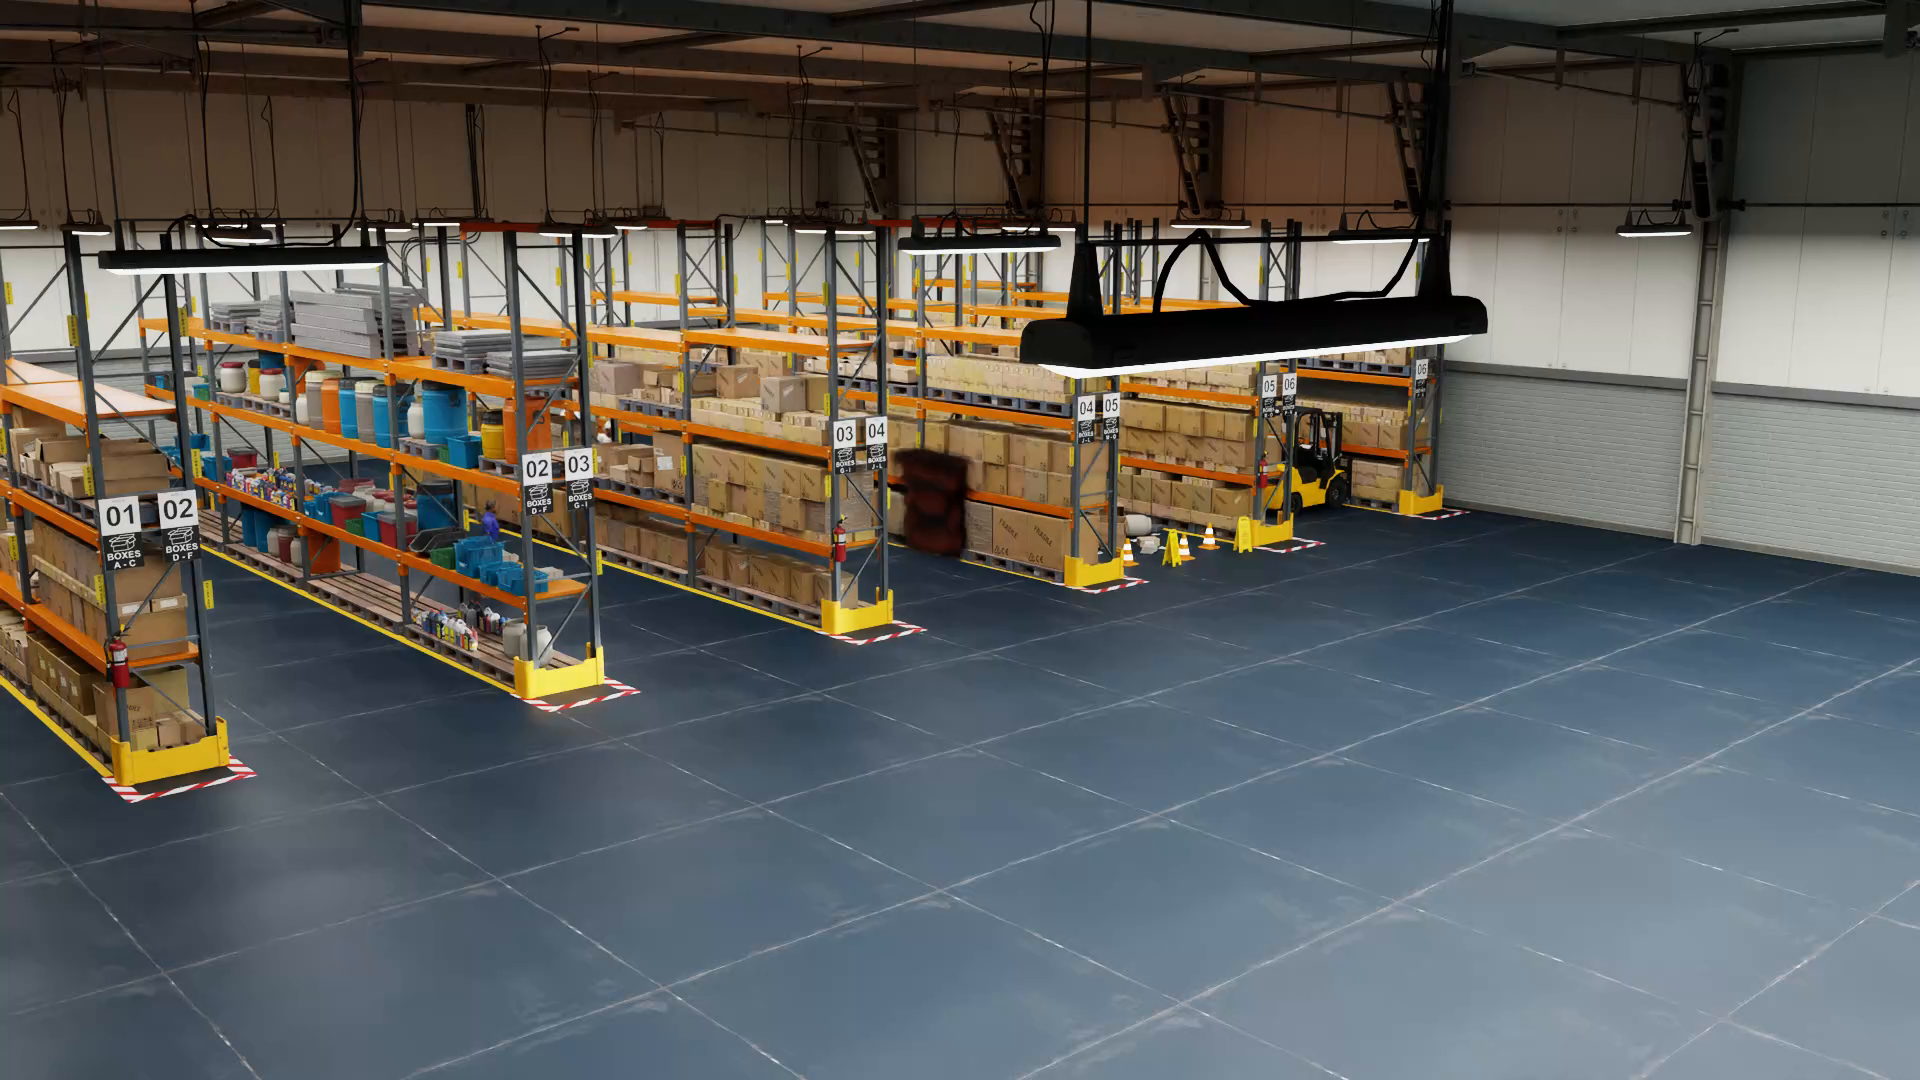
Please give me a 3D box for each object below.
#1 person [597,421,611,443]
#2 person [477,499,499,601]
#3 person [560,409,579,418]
[{"bbox_3d":[-7.513,-1.688,35.738,0.571,1.738,0.972,-11,16,-43],"label":"person"},{"bbox_3d":[-7.669,0.150,26.995,0.446,1.658,0.446,3,12,13],"label":"person"},{"bbox_3d":[-9.529,-2.631,40.642,0.491,1.644,0.615,3,12,14],"label":"person"}]
